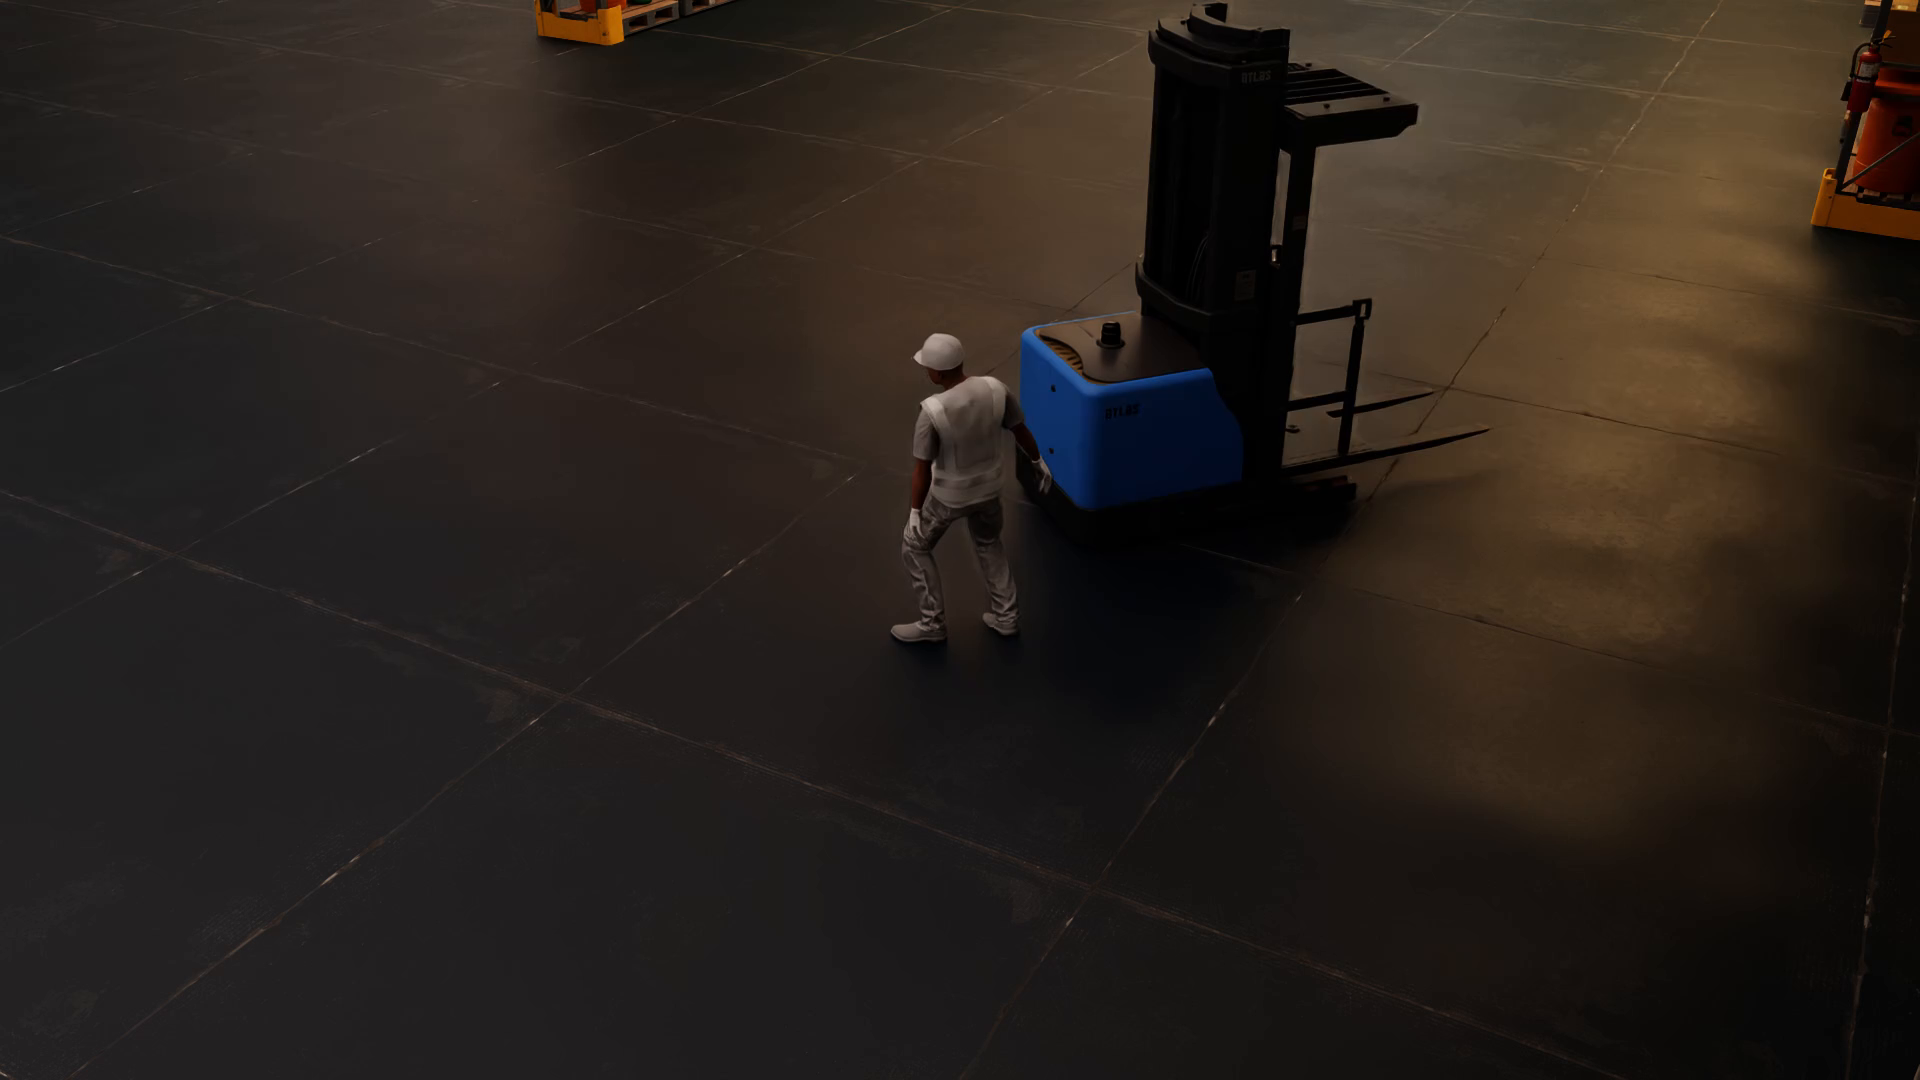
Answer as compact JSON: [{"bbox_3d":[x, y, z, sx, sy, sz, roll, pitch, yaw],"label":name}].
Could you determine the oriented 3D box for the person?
[{"bbox_3d":[0.061,-0.265,8.791,0.907,1.753,0.484,-15,33,-24],"label":"person"}]

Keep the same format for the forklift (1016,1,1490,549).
[{"bbox_3d":[1.924,-1.678,9.979,3.031,2.935,1.130,-11,32,-19],"label":"forklift"}]
